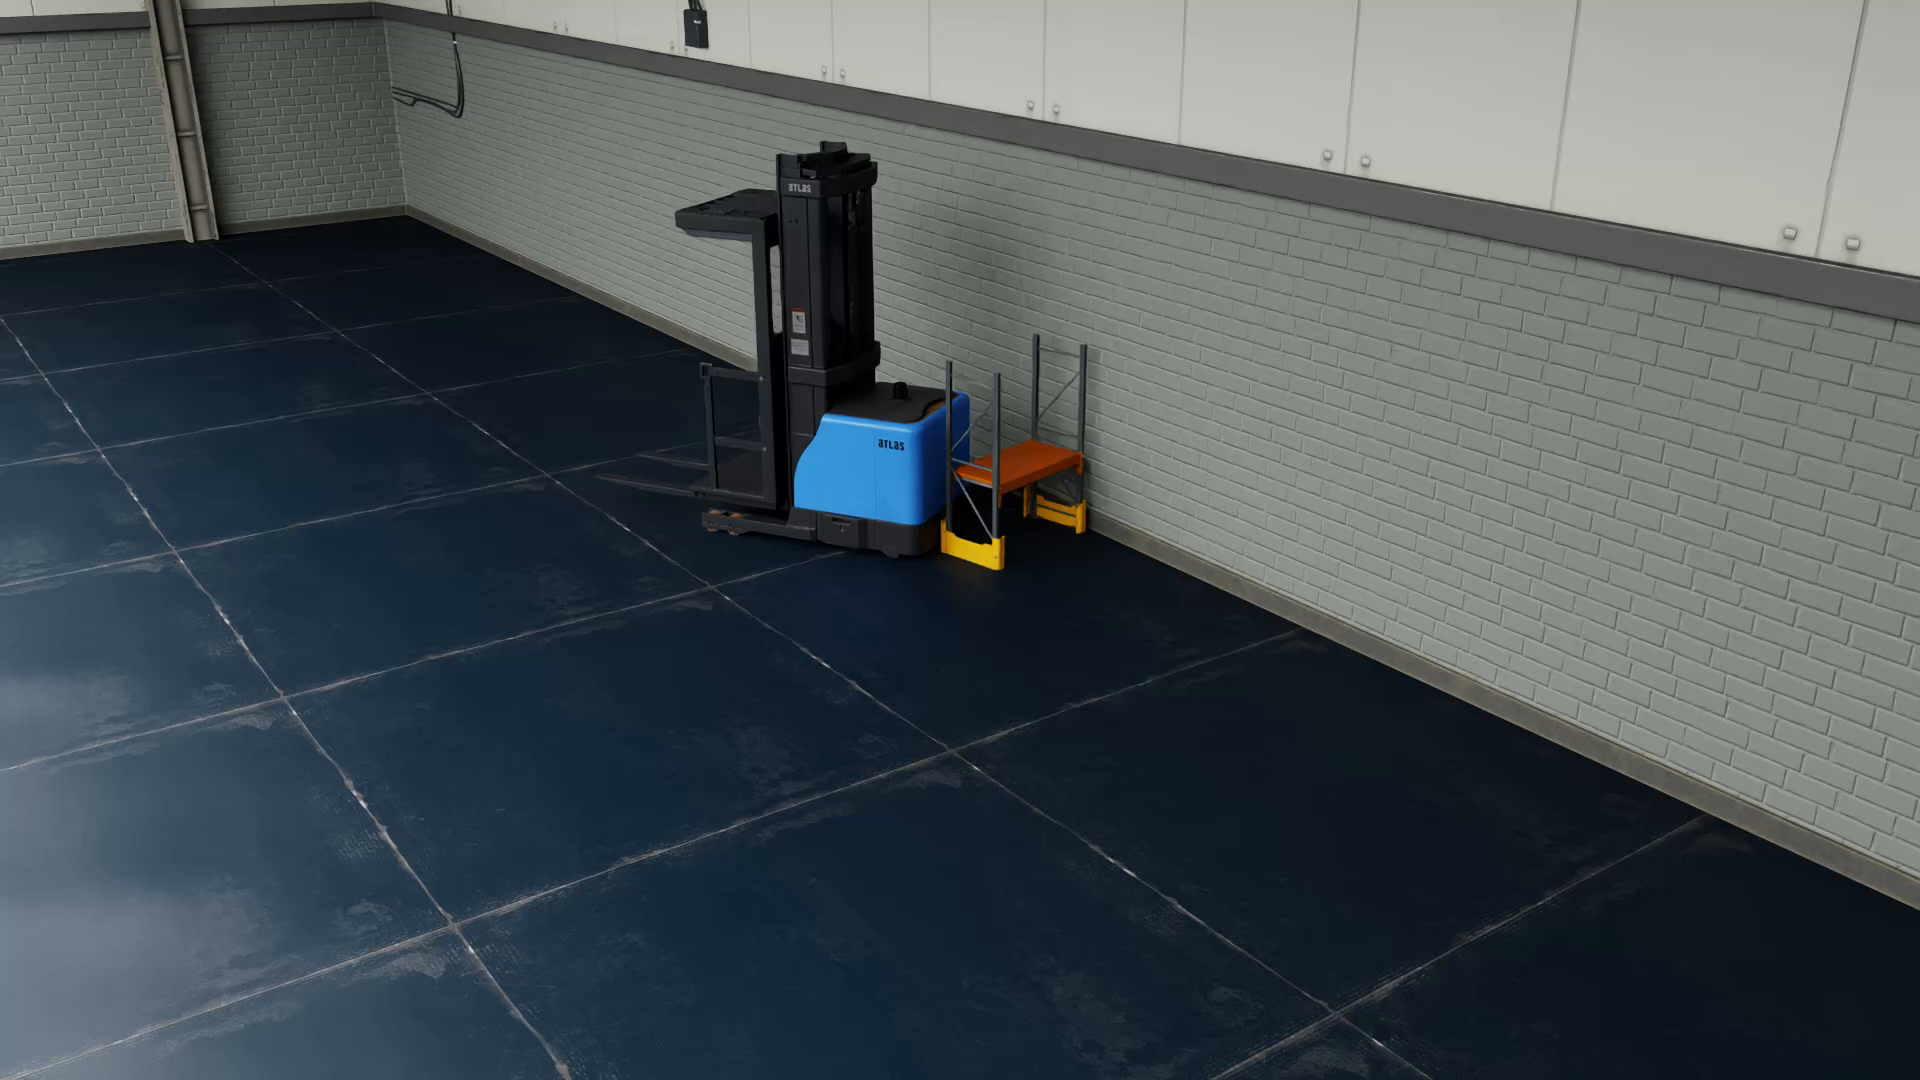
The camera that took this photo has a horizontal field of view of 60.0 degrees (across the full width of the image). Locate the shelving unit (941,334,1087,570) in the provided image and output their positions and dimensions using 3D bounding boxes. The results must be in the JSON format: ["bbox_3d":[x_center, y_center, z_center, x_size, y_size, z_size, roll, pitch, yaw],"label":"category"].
[{"bbox_3d":[0.421,-0.689,12.600,0.587,1.500,1.083,18,28,38],"label":"shelving unit"}]

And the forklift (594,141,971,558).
[{"bbox_3d":[-1.474,-1.566,12.865,3.031,2.935,1.130,9,24,22],"label":"forklift"}]

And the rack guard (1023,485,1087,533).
[{"bbox_3d":[0.748,-0.248,13.180,0.587,0.250,0.087,18,28,38],"label":"rack guard"}]

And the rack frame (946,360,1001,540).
[{"bbox_3d":[0.092,-0.550,12.251,0.500,1.500,0.032,18,28,38],"label":"rack frame"}]

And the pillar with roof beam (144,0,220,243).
[{"bbox_3d":[-8.238,-7.154,18.682,0.400,9.000,9.100,-15,26,-33],"label":"pillar with roof beam"}]

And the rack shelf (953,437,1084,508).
[{"bbox_3d":[0.427,-0.525,12.673,0.538,0.185,1.000,18,28,38],"label":"rack shelf"}]

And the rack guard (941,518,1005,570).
[{"bbox_3d":[0.093,0.030,12.483,0.587,0.250,0.087,18,28,38],"label":"rack guard"}]

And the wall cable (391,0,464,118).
[{"bbox_3d":[-7.588,-7.247,23.105,0.112,2.526,3.097,-15,26,-33],"label":"wall cable"}]

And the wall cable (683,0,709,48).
[{"bbox_3d":[-2.057,-7.409,14.733,0.169,6.003,2.305,-15,26,-33],"label":"wall cable"}]

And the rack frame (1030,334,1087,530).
[{"bbox_3d":[0.761,-0.834,12.962,0.500,1.500,0.032,18,28,38],"label":"rack frame"}]
